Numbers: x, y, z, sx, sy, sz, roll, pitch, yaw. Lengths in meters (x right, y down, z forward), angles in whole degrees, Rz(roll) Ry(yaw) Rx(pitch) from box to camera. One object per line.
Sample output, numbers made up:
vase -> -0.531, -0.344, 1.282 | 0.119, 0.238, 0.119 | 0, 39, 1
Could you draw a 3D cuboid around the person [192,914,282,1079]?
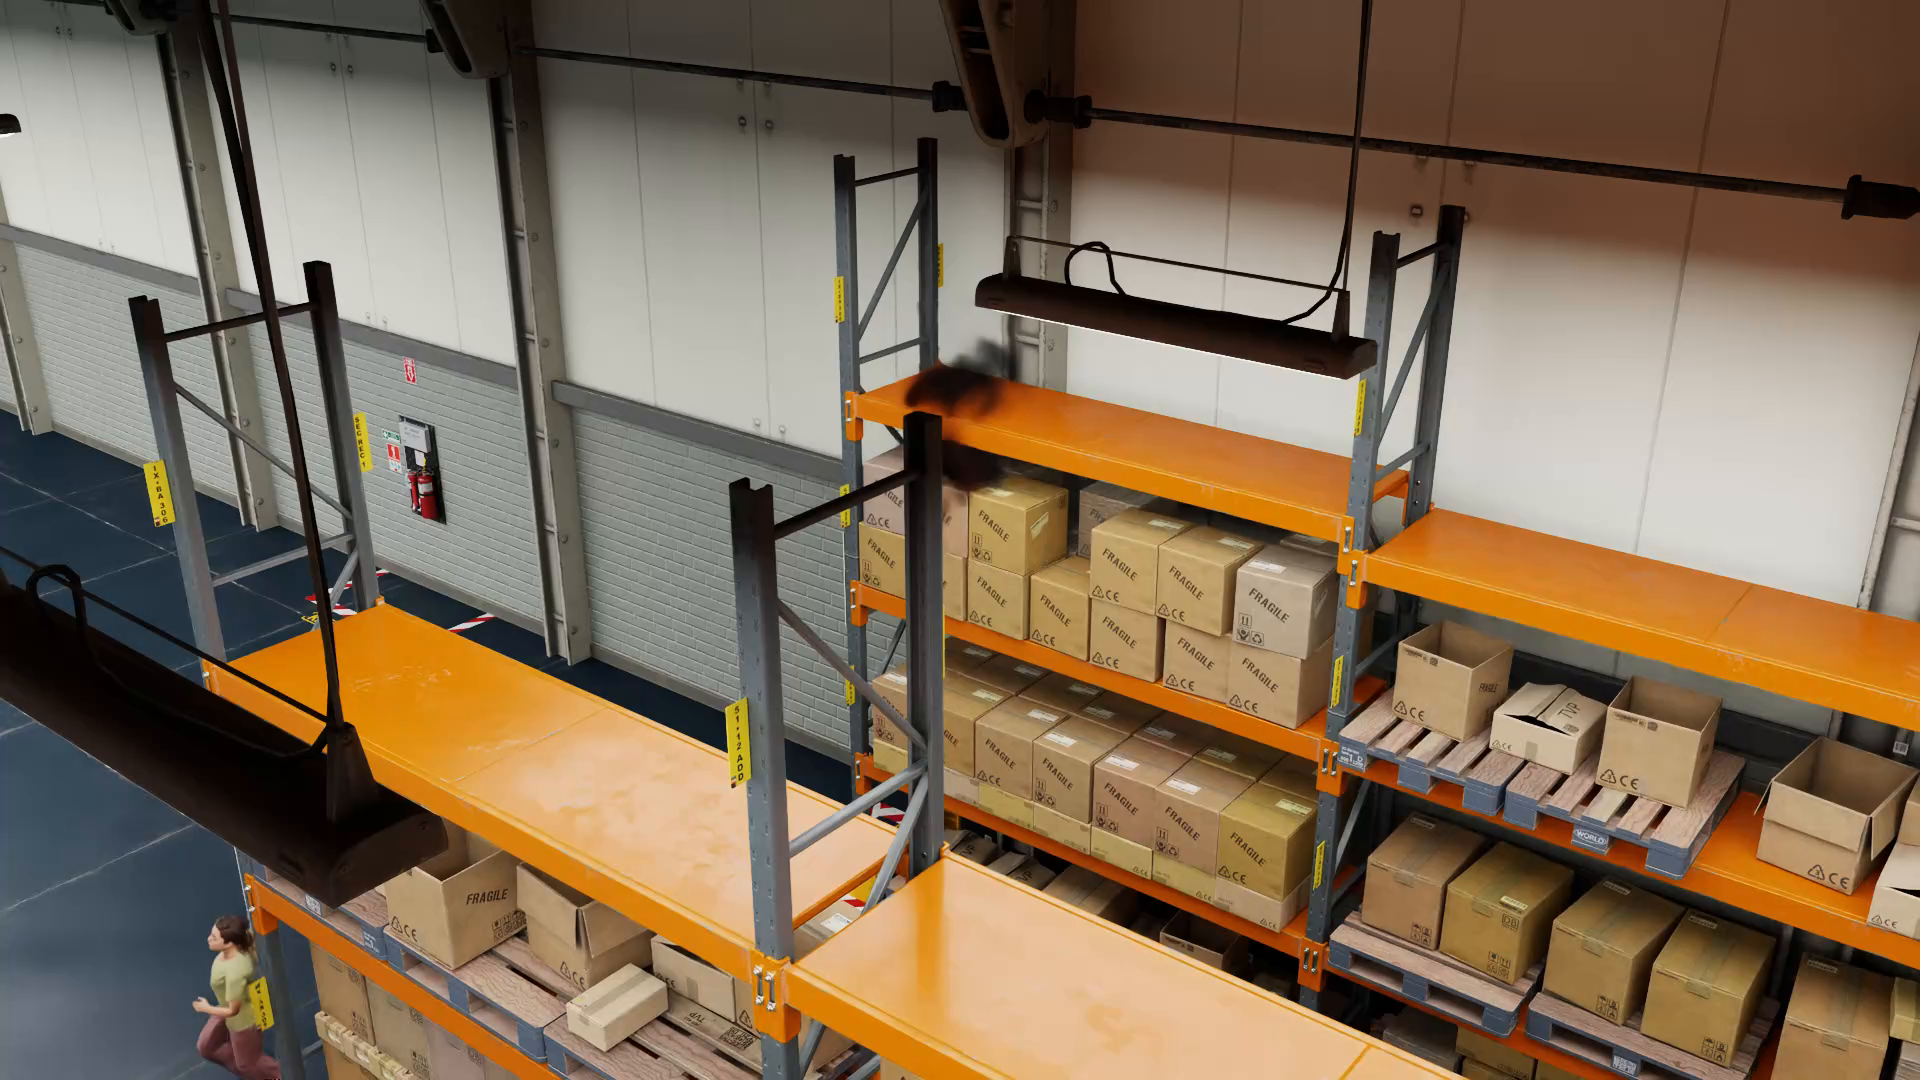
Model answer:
person -> -4.767, 3.145, 10.996 | 0.575, 1.622, 0.590 | -12, 25, -26
